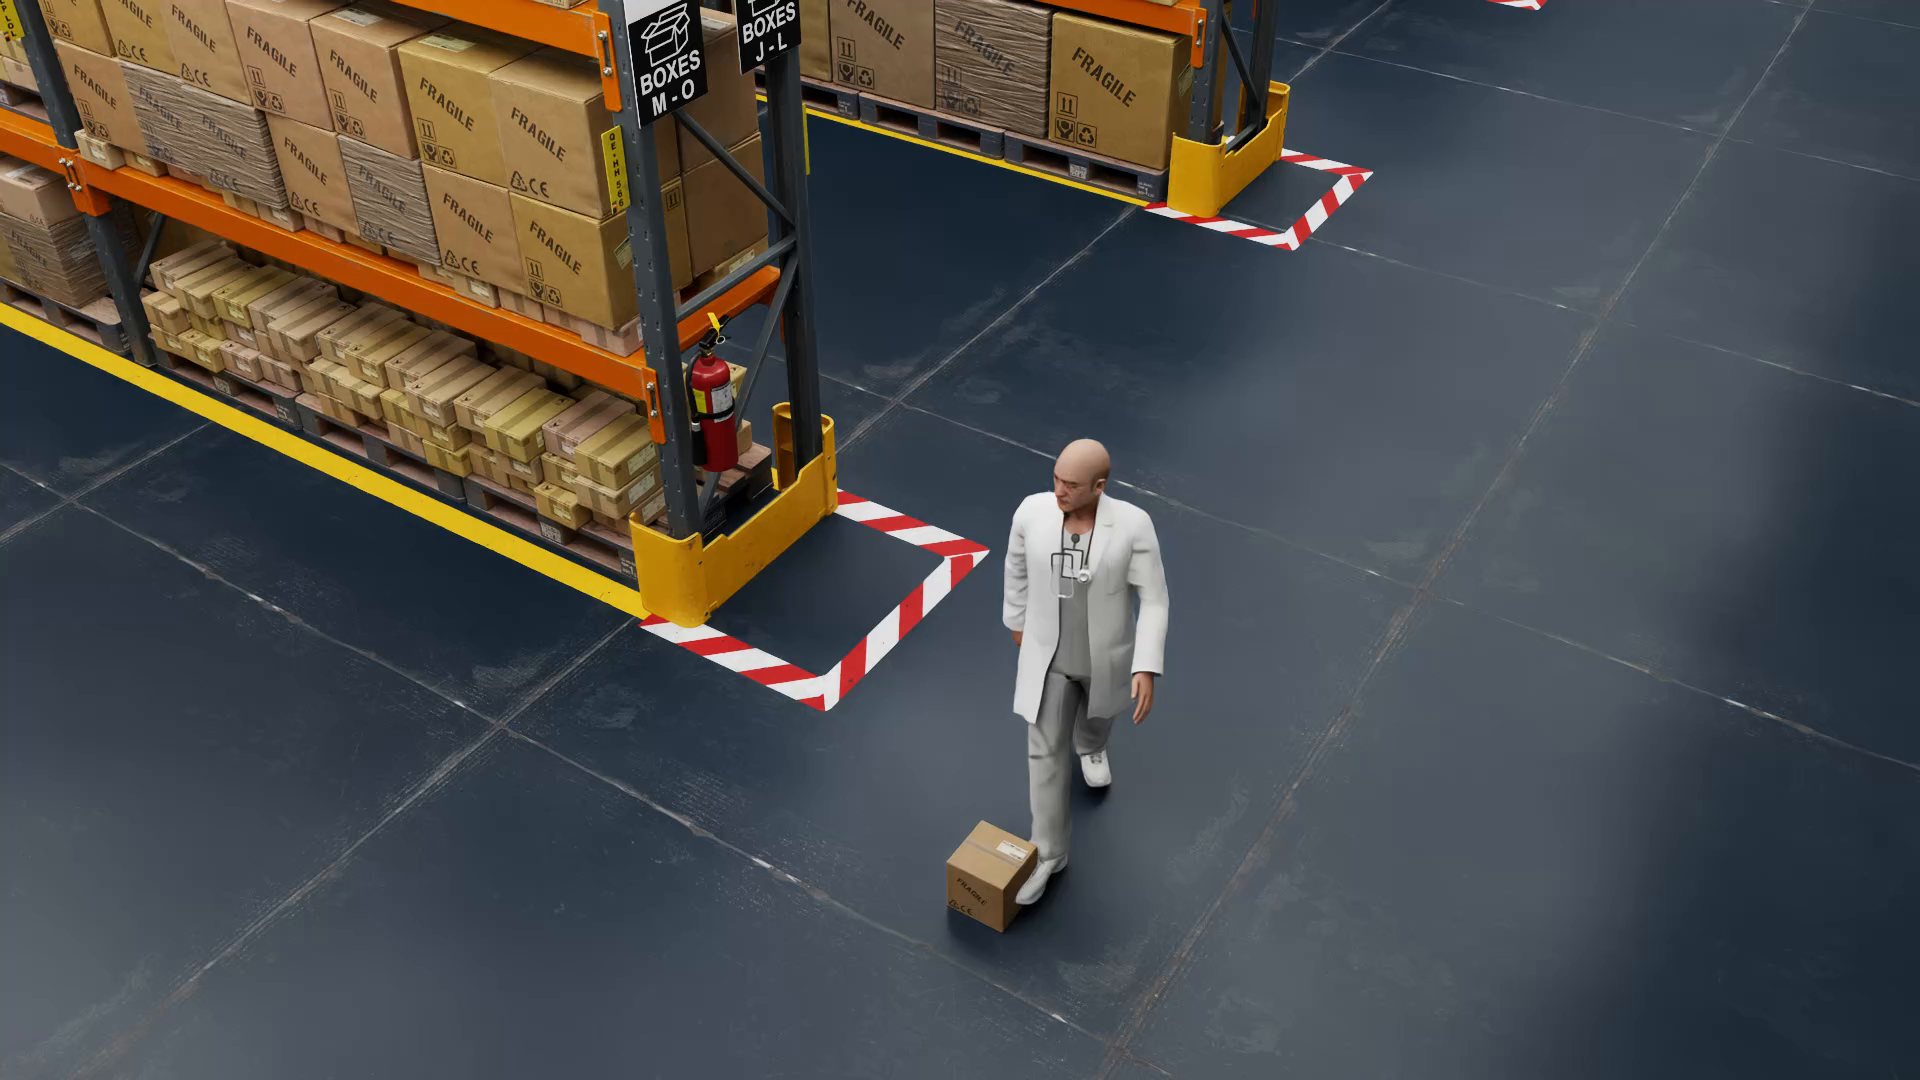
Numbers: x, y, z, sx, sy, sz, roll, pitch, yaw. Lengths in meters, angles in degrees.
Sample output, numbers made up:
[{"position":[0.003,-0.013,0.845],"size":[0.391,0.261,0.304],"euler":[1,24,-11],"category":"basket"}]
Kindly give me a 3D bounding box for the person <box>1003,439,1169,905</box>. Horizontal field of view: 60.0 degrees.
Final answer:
[{"position":[0.435,0.450,6.132],"size":[0.642,1.729,1.033],"euler":[7,38,9],"category":"person"}]
